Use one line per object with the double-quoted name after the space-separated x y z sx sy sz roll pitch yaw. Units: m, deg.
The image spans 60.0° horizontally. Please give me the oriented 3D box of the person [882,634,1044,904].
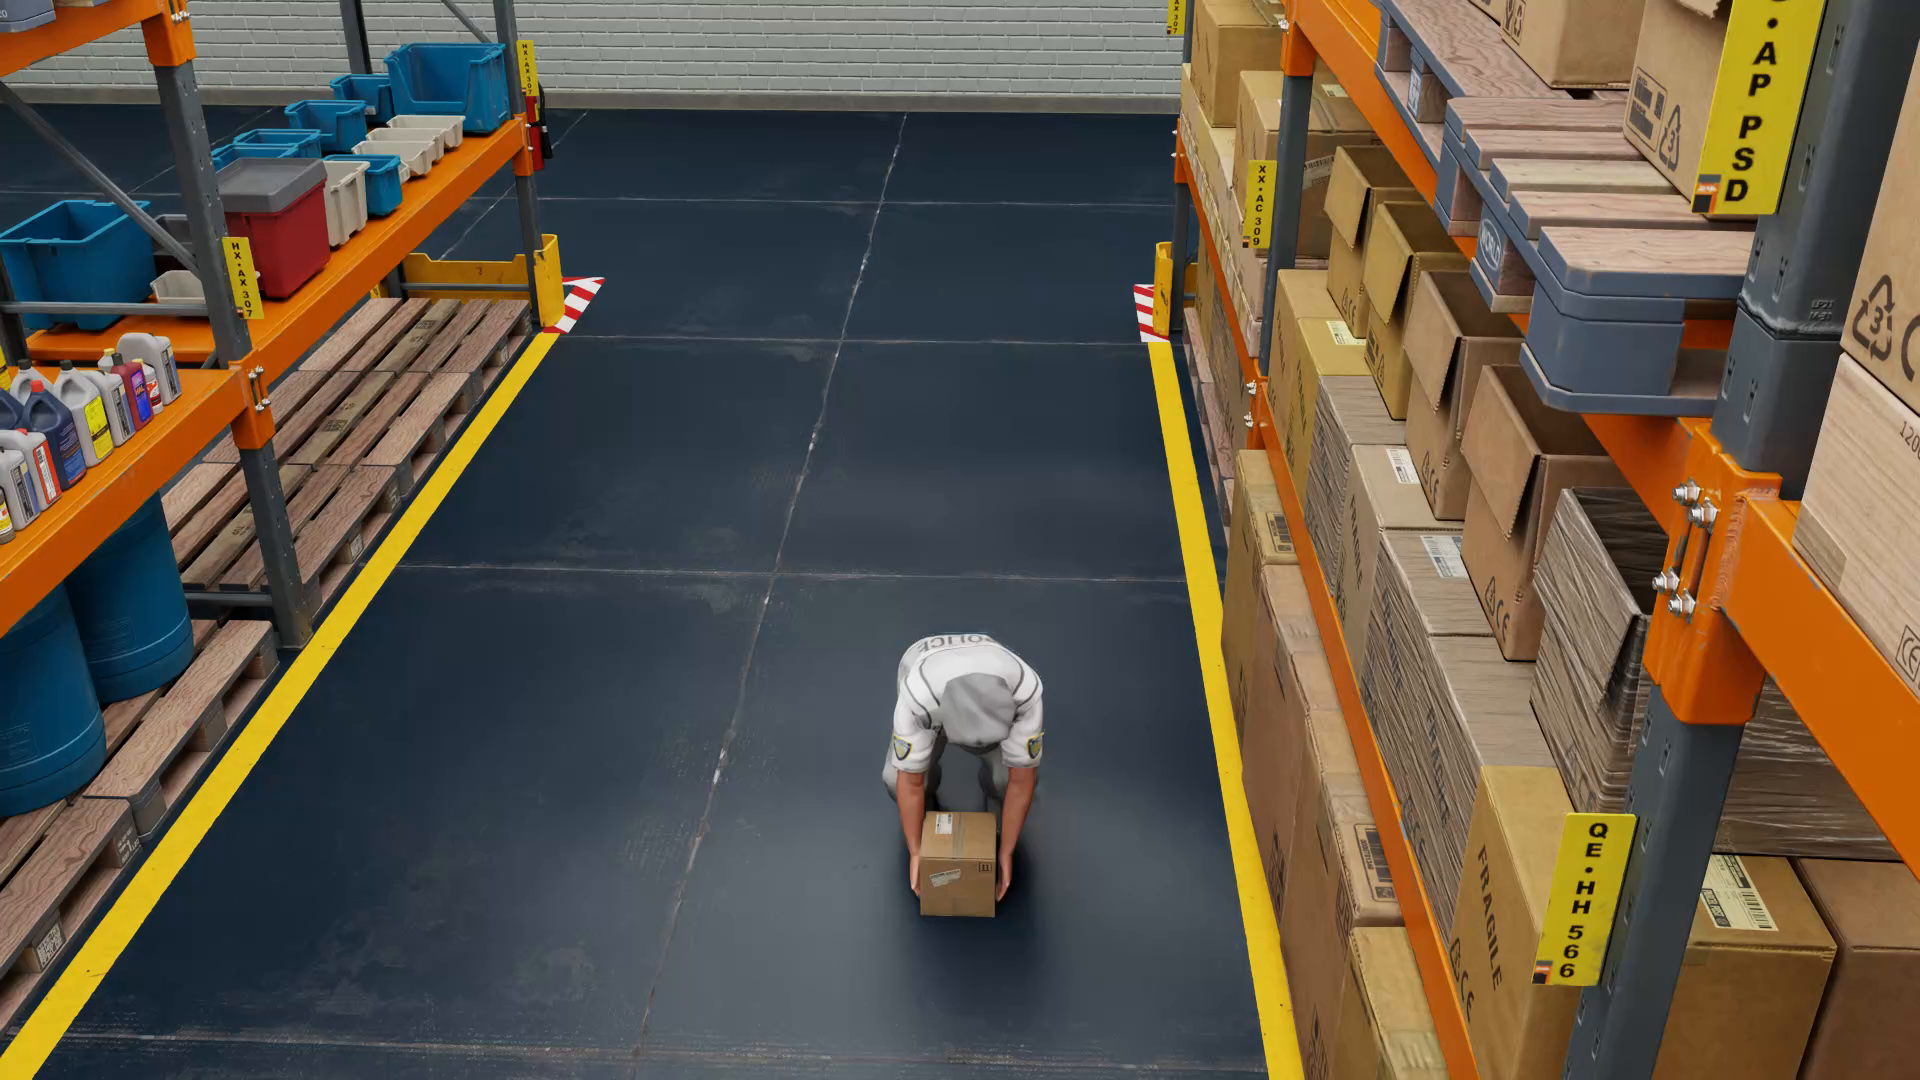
0.008 0.680 5.767 0.556 0.903 0.956 1 28 1 "person"
